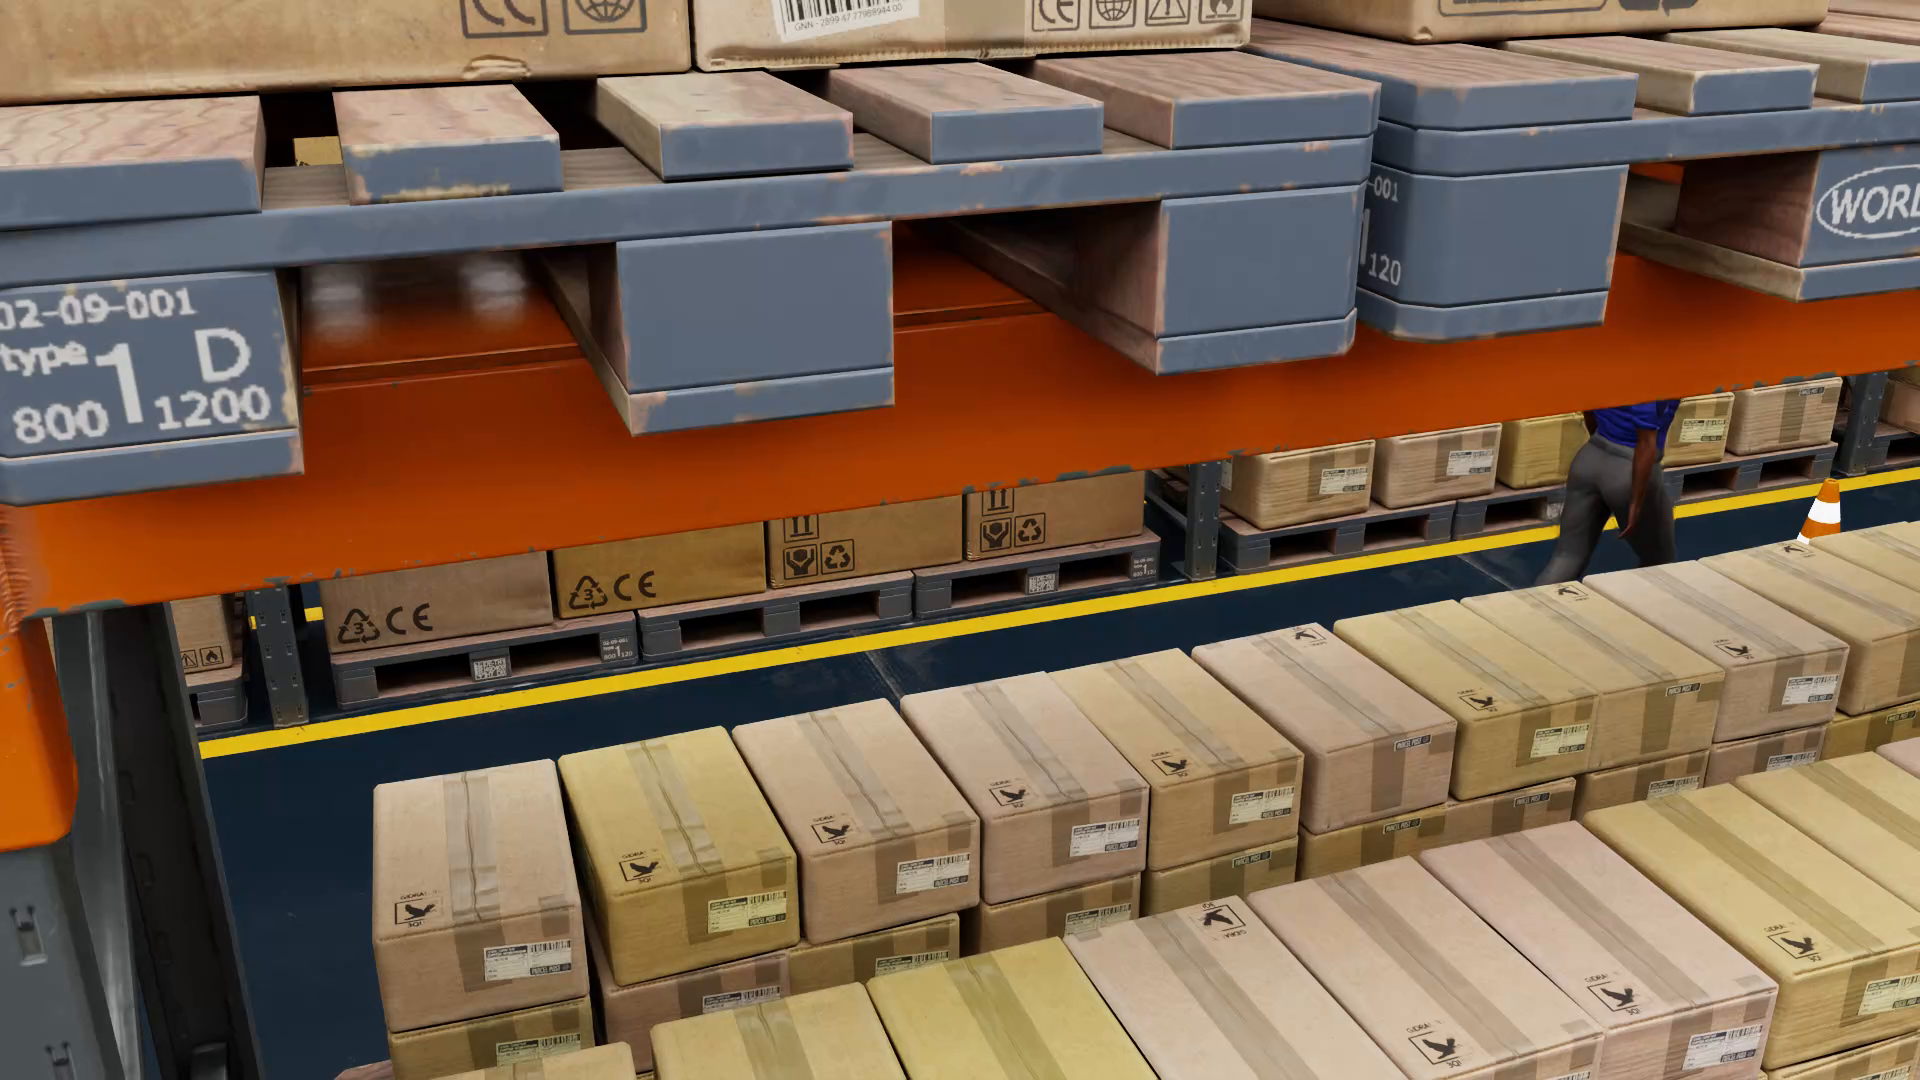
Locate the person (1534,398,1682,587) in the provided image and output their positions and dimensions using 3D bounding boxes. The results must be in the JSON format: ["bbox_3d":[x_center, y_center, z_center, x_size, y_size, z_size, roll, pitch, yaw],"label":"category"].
[{"bbox_3d":[2.721,-0.278,6.731,0.956,1.604,0.466,-12,25,-26],"label":"person"}]
